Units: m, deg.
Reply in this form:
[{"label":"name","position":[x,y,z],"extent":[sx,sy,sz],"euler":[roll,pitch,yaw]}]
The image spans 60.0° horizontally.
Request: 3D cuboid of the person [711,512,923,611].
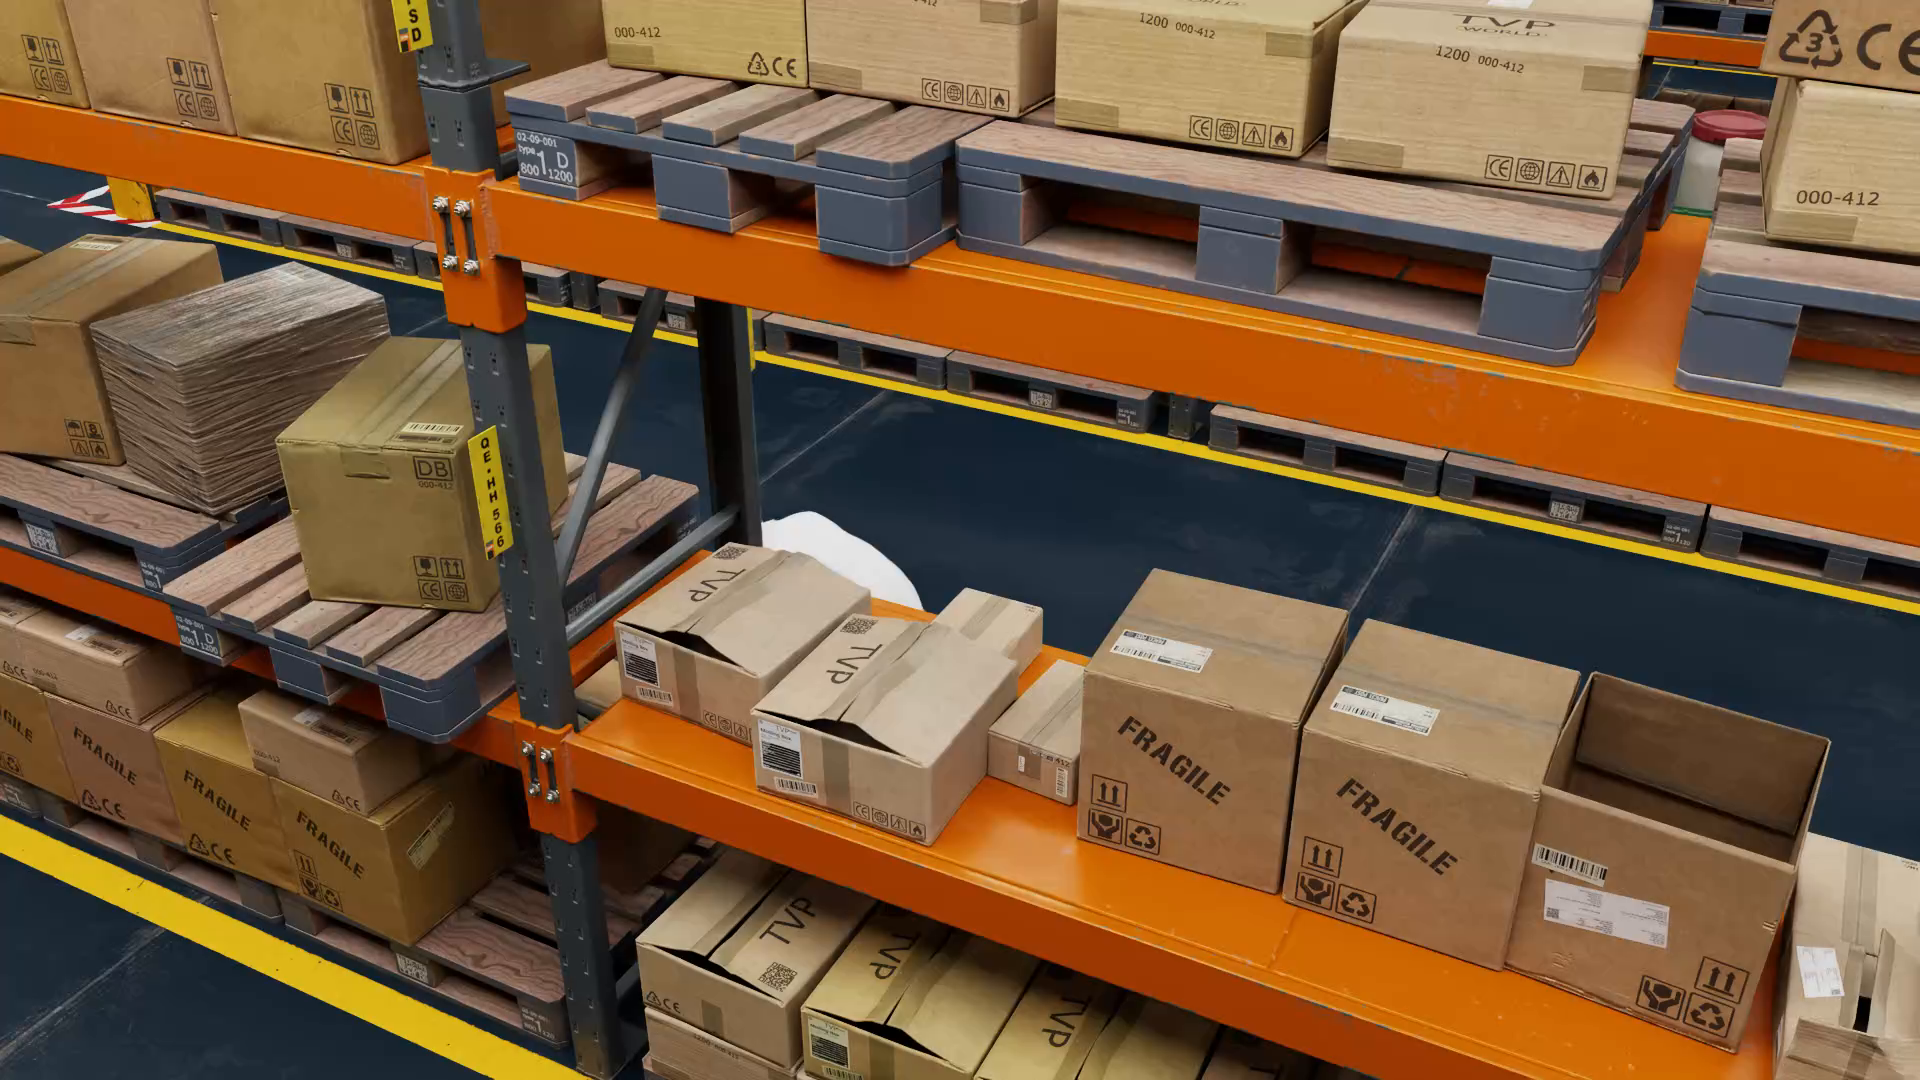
[{"label":"person","position":[-0.576,0.278,6.590],"extent":[0.905,0.887,0.594],"euler":[14,33,23]}]
